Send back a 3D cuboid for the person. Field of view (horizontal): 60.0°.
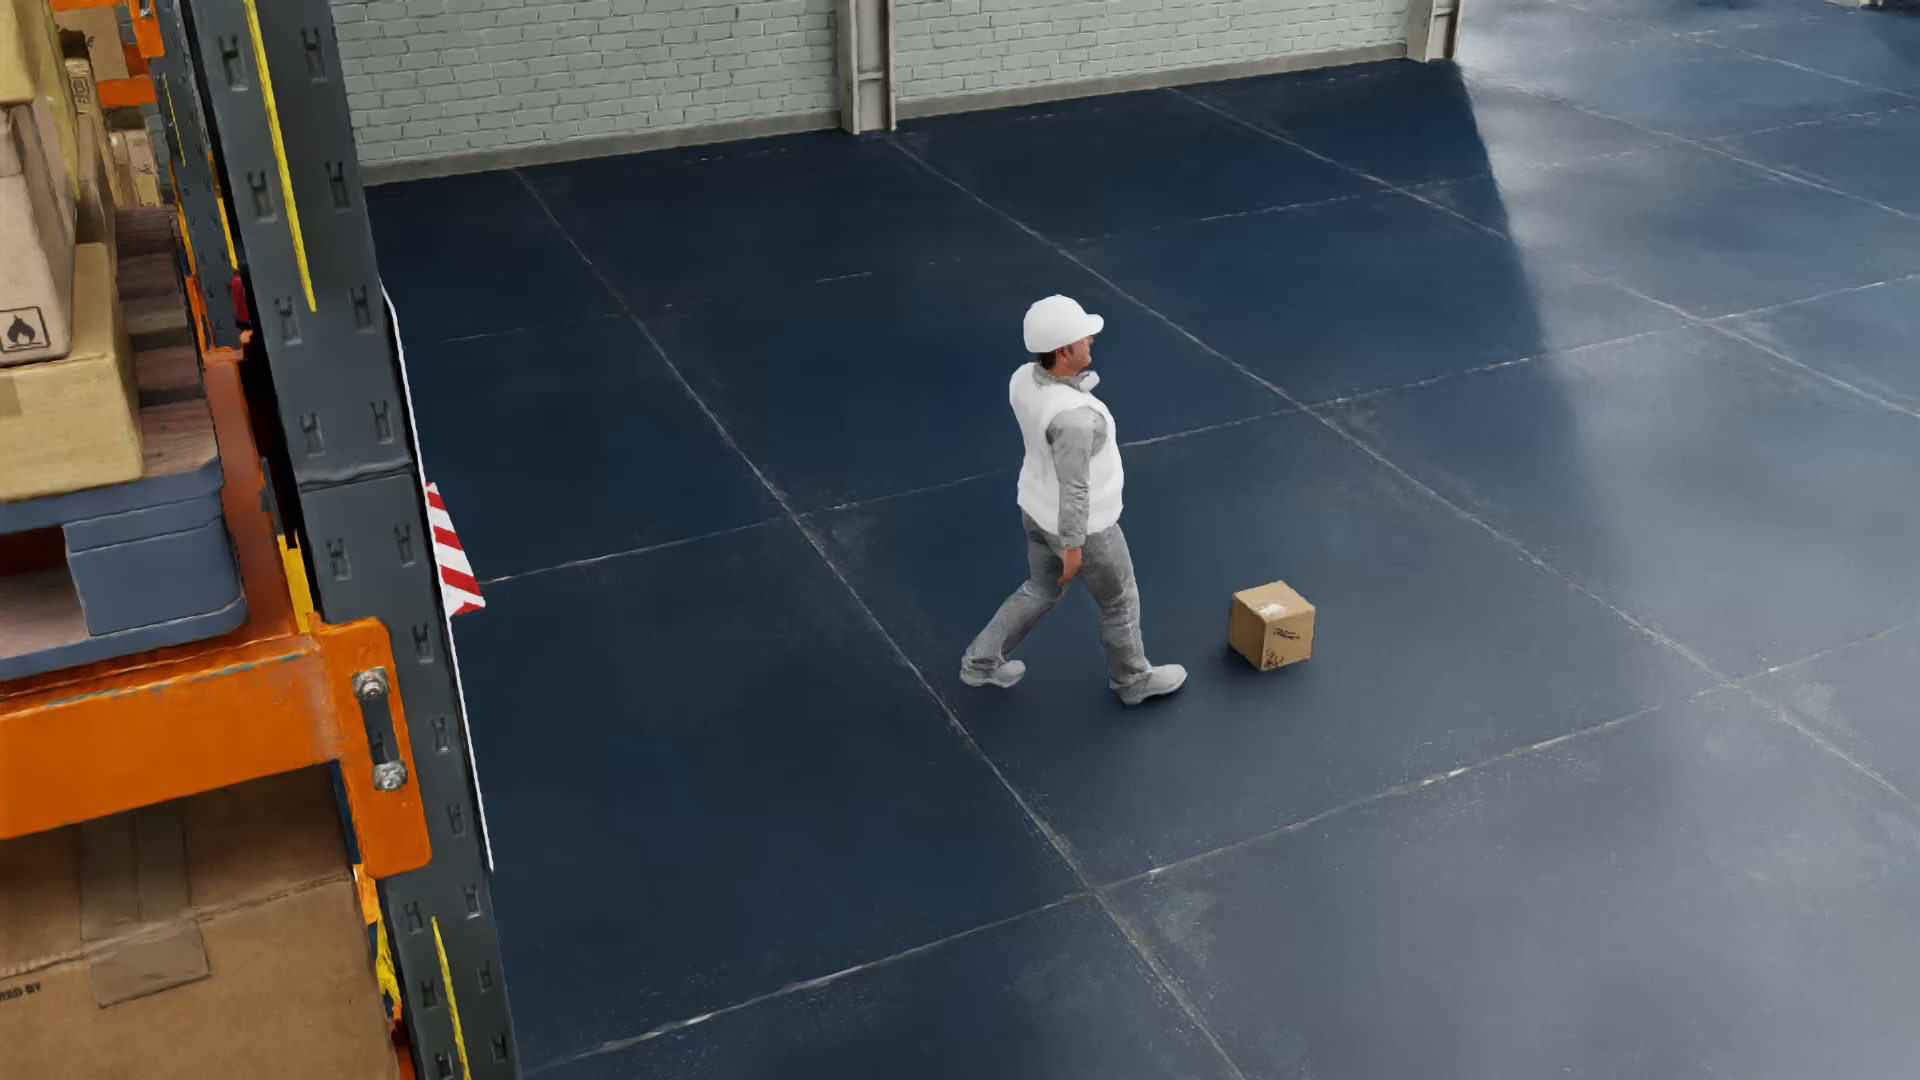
[{"bbox_3d":[0.461,-0.127,6.336,0.894,1.744,0.538,-13,32,-22],"label":"person"}]
